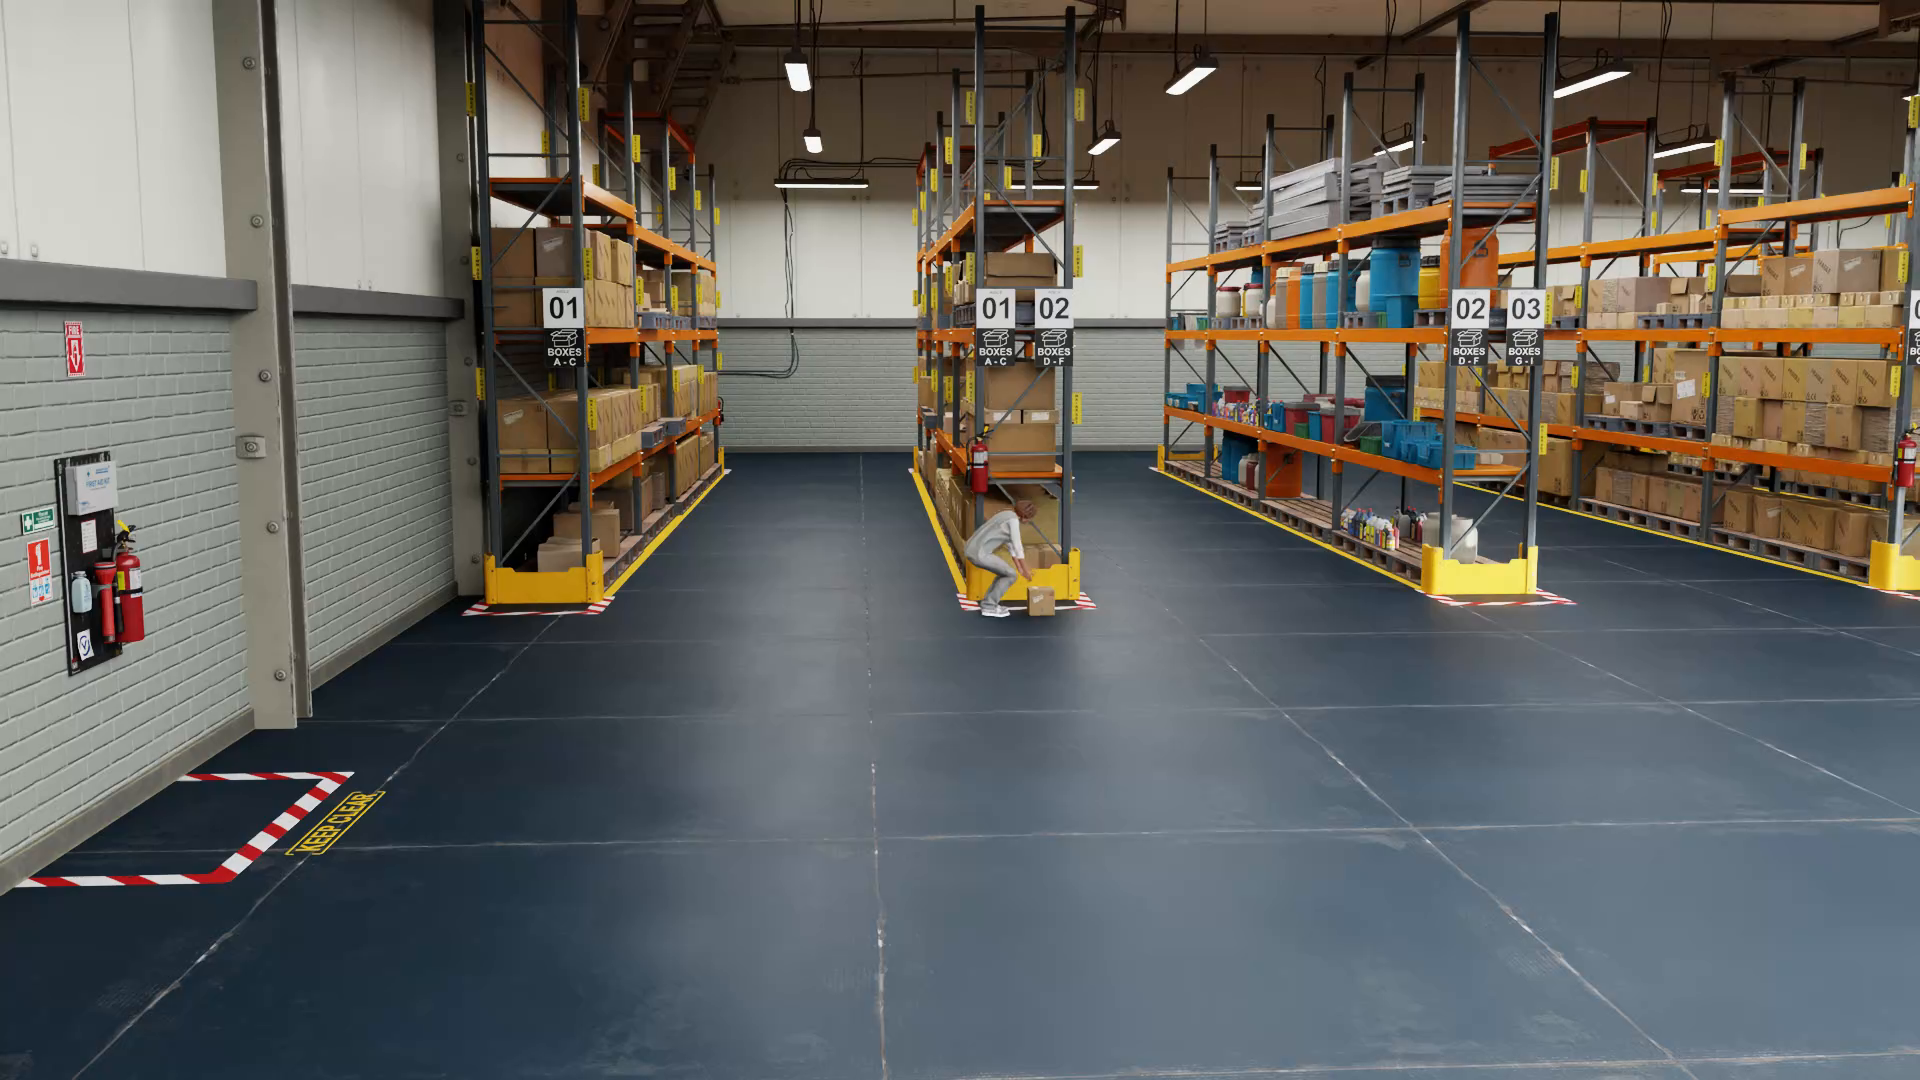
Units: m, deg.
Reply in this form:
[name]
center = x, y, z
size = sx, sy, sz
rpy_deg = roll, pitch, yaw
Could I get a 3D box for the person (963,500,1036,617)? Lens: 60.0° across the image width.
[person]
center = 0.388, 0.171, 16.331
size = 0.736, 1.130, 0.463
rpy_deg = -1, 7, -8
